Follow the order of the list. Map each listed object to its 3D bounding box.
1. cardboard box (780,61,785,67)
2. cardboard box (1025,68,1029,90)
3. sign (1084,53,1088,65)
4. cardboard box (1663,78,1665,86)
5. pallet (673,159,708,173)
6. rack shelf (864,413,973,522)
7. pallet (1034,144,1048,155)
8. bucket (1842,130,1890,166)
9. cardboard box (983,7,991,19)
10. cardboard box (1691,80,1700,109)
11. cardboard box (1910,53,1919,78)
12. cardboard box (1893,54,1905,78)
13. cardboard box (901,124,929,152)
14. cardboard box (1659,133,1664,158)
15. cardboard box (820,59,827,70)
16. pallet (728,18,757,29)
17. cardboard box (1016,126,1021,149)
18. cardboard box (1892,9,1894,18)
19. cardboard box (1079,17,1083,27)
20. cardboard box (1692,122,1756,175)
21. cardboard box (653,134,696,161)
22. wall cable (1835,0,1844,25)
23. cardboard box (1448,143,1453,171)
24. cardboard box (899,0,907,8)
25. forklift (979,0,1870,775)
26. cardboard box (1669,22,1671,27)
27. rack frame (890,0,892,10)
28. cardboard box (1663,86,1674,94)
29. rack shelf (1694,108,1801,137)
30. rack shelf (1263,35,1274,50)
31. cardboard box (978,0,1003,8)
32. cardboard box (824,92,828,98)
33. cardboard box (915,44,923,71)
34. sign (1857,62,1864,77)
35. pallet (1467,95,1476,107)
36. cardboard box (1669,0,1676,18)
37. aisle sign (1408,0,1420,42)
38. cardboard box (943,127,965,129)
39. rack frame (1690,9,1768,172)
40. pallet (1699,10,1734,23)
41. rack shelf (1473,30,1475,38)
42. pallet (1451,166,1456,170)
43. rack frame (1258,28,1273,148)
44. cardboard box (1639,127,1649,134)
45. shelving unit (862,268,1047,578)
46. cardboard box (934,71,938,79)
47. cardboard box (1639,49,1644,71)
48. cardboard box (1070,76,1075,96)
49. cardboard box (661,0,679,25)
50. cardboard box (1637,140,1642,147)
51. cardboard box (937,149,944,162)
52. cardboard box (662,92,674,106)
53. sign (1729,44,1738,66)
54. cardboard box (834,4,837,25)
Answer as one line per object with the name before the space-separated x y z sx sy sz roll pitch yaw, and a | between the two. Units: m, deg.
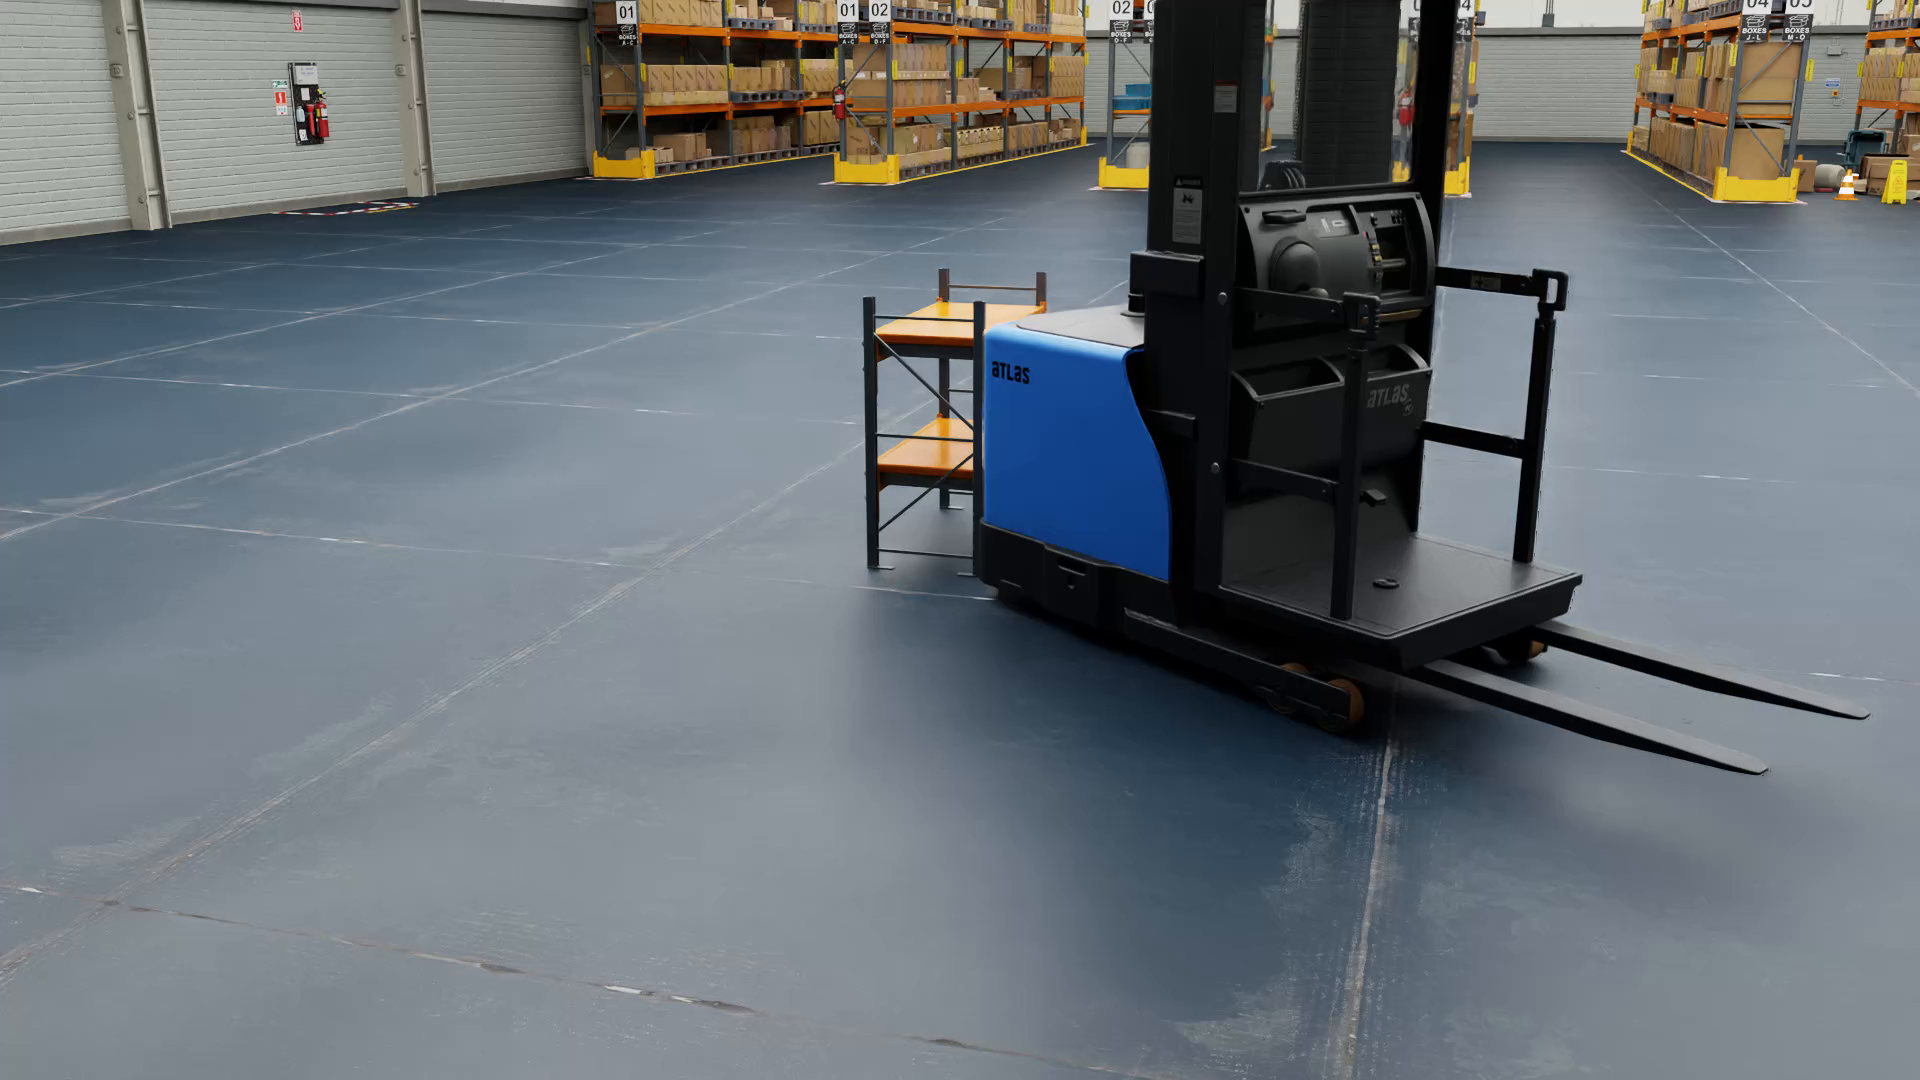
cardboard box | -4.244 -10.947 38.248 0.380 0.149 0.250 2 16 9
cardboard box | 1.270 -10.914 39.358 0.700 0.500 0.500 1 16 2
sign | 3.376 -12.838 44.394 0.100 0.325 0.005 5 16 16
cardboard box | 14.578 -9.363 33.988 0.380 0.149 0.250 5 17 18
pallet | -5.813 -7.581 33.670 1.003 0.211 1.213 5 16 16
rack shelf | 0.002 -0.308 7.249 0.538 0.278 1.000 5 16 16
pallet | 1.518 -9.574 40.695 1.003 0.211 1.213 5 16 16
bucket | 15.835 -6.800 29.019 0.726 0.611 0.620 11 9 35
cardboard box | 0.370 -11.396 36.017 0.500 0.250 0.500 5 17 17
cardboard box | 13.555 -8.063 30.076 0.500 0.500 0.500 5 16 16
cardboard box | 20.193 -9.894 34.700 0.500 0.500 0.500 5 16 16
cardboard box | 20.581 -10.267 36.015 0.500 0.500 0.500 4 16 15
cardboard box | -0.903 -7.747 32.039 0.500 0.500 0.500 5 16 16
cardboard box | 14.887 -8.232 34.665 0.500 0.500 0.500 5 17 18
cardboard box | -3.508 -11.400 39.884 0.500 0.250 0.500 5 17 16
pallet | -5.033 -10.927 35.204 1.213 0.211 1.003 5 16 16
cardboard box | 1.123 -9.328 38.493 0.500 0.500 0.500 4 16 14
cardboard box | 21.375 -11.902 37.509 0.500 0.311 0.500 5 17 17
cardboard box | 2.948 -13.635 43.764 0.500 0.250 0.500 5 16 16
cardboard box | 13.417 -6.878 29.207 0.875 0.875 0.875 5 17 17
cardboard box | -5.746 -7.895 33.441 0.700 0.500 0.500 4 16 12
wall cable | 23.194 -15.036 43.849 0.463 3.000 0.029 5 16 16
cardboard box | 8.528 -6.848 29.786 0.500 0.500 0.500 3 16 11
cardboard box | -1.194 -9.877 30.592 0.380 0.149 0.250 5 16 16
forklift | 1.394 -0.961 5.348 1.130 2.935 3.031 -13 20 -37
cardboard box | 15.817 -11.471 37.052 0.500 0.250 0.500 5 17 17
rack frame | -1.697 -10.877 29.188 1.000 3.000 0.127 5 16 16
cardboard box | 14.499 -9.150 33.782 0.380 0.149 0.250 5 17 17
rack shelf | 13.095 -6.988 27.789 1.077 0.370 4.000 5 16 16
rack shelf | 7.029 -12.366 41.251 1.077 0.370 4.000 5 16 16
cardboard box | 0.706 -12.170 37.227 0.500 0.500 0.500 5 16 16
cardboard box | -3.433 -10.827 40.426 0.380 0.149 0.250 5 17 16
cardboard box | -1.108 -9.200 31.706 0.700 0.500 0.500 5 16 16
sign | 21.318 -11.139 39.372 0.100 0.325 0.005 5 16 16
pallet | 9.293 -8.365 31.676 1.003 0.211 1.213 5 16 16
cardboard box | 15.372 -11.251 35.045 0.797 0.503 0.637 4 16 15
aisle sign | 7.494 -8.480 26.965 0.394 0.787 0.004 5 16 16
cardboard box | -0.142 -8.848 36.268 0.500 0.311 0.500 4 16 14
rack frame | 13.663 -7.858 29.535 1.000 3.000 0.127 5 16 16
pallet | 13.876 -9.452 30.011 0.805 0.209 1.217 4 16 14
rack shelf | 9.505 -9.889 32.518 1.077 0.370 4.000 5 16 16
pallet | 9.156 -7.131 32.083 1.003 0.211 1.213 5 16 16
rack frame | 7.598 -11.792 43.407 1.000 3.000 0.127 5 16 16
cardboard box | 16.244 -9.657 39.245 0.380 0.149 0.250 5 17 17
shelving unit | 0.002 -0.543 7.182 0.538 1.125 1.048 5 16 16
cardboard box | -0.650 -9.108 32.572 0.380 0.149 0.250 5 16 16
cardboard box | 16.691 -11.572 40.072 0.500 0.500 0.500 5 16 16
cardboard box | 2.692 -11.821 43.326 0.500 0.500 0.500 5 17 16
cardboard box | -5.782 -10.217 32.138 0.500 0.500 0.500 5 17 18
cardboard box | 16.245 -9.384 39.372 0.380 0.149 0.250 4 16 13
cardboard box | -0.634 -7.649 33.068 0.500 0.250 0.500 5 16 16
cardboard box | -5.871 -8.552 32.222 0.500 0.250 0.500 4 16 14
sign | 12.010 -7.528 25.816 0.100 0.325 0.005 5 16 16
cardboard box | -3.393 -12.995 41.162 0.700 0.500 0.500 4 16 13
